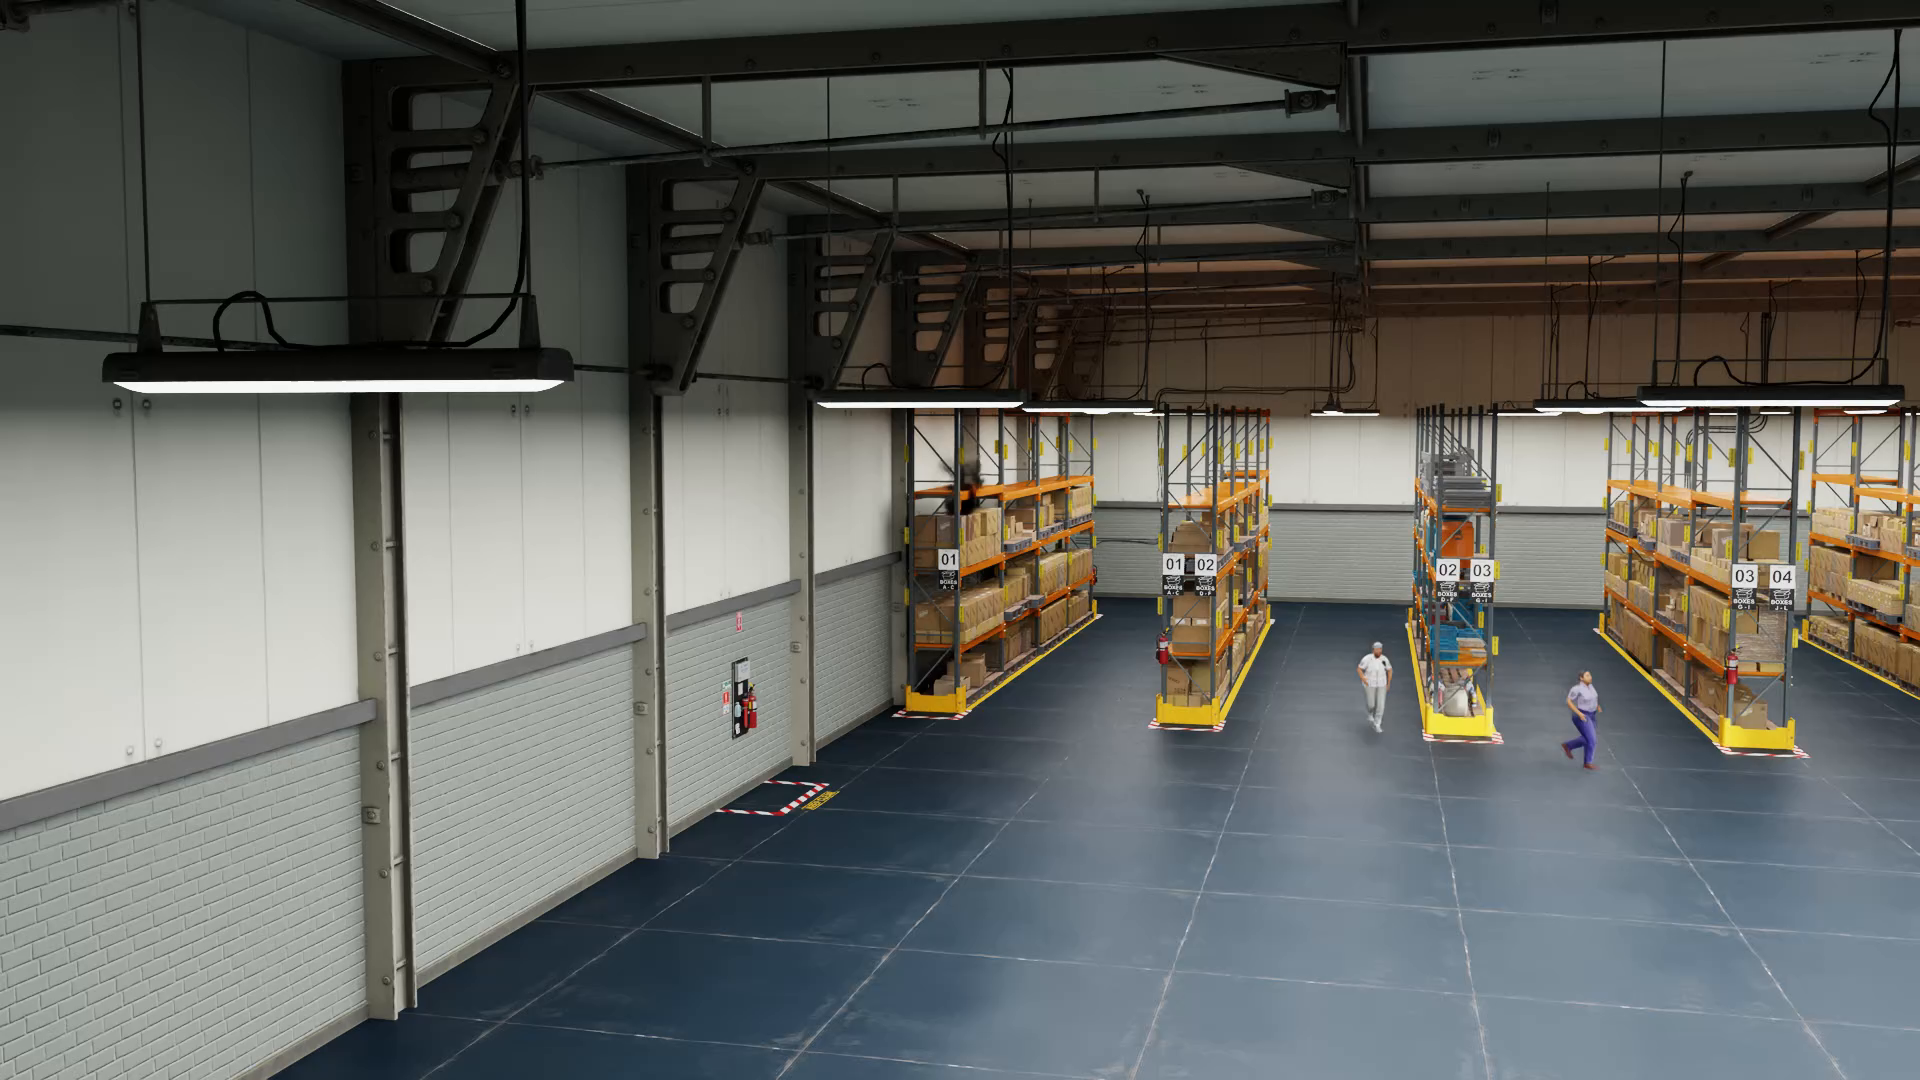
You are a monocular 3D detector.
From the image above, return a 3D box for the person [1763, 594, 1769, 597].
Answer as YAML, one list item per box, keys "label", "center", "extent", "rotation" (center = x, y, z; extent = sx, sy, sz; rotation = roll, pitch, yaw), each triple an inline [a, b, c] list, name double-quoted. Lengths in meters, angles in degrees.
- label: "person"
  center: [20.440, 1.783, 42.200]
  extent: [0.705, 1.848, 0.821]
  rotation: [2, 4, 22]

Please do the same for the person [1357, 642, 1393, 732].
- label: "person"
  center: [7.648, 2.695, 30.614]
  extent: [0.639, 1.638, 0.530]
  rotation: [0, 4, 5]

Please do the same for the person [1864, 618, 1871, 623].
- label: "person"
  center: [24.022, 1.702, 43.819]
  extent: [0.624, 1.711, 0.747]
  rotation: [-1, 4, -14]

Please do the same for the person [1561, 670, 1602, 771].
- label: "person"
  center: [10.223, 2.936, 27.339]
  extent: [0.602, 1.638, 0.705]
  rotation: [-3, 5, -39]
